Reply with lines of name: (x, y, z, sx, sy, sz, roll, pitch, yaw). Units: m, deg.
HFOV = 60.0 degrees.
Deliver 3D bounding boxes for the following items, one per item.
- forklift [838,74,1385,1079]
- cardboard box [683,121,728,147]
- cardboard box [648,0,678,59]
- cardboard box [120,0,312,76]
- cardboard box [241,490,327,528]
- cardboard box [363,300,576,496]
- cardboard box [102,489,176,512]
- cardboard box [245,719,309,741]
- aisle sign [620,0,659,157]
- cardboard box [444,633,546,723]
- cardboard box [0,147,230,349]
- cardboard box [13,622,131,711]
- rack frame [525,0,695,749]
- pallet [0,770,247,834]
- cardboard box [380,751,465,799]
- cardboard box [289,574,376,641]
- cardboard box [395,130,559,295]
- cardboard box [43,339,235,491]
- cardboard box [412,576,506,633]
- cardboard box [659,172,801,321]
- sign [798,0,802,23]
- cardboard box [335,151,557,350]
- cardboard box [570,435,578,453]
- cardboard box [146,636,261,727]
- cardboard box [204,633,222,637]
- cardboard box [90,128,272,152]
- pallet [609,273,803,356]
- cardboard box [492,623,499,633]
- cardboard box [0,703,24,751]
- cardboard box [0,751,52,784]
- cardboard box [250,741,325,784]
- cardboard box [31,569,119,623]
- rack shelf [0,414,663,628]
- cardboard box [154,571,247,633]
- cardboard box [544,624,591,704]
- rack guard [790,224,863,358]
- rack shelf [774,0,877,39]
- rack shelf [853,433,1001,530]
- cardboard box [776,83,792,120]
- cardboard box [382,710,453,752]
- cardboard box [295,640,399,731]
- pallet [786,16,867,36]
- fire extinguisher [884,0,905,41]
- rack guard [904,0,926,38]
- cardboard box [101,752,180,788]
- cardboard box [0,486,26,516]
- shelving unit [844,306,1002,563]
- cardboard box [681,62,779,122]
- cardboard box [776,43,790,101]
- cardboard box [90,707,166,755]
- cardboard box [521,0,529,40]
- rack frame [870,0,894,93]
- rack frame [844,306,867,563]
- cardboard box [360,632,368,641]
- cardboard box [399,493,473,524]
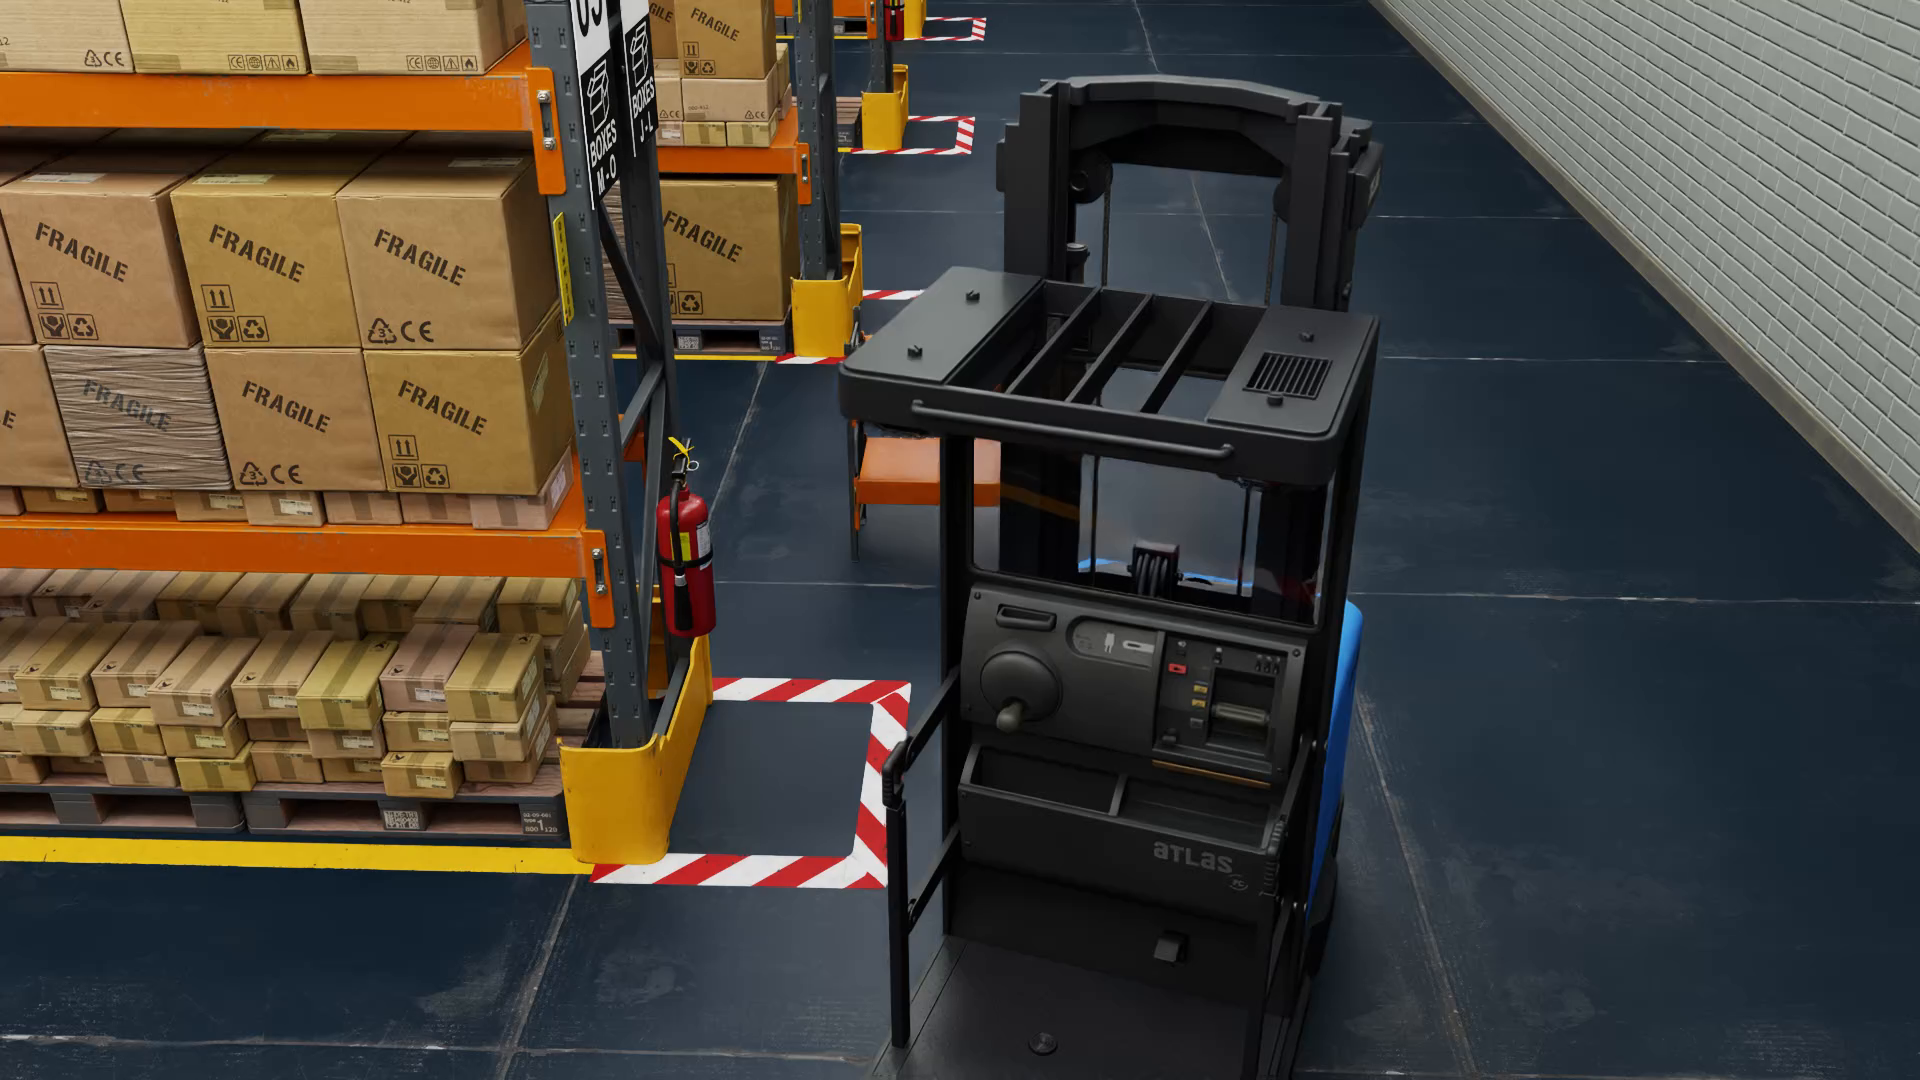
forklift: (0.385, 0.422, 4.324, 1.130, 2.935, 3.031, 10, 29, 17)
cardboard box: (-1.504, -2.486, 10.006, 0.250, 0.149, 0.380, 1, 28, 2)
cardboard box: (-1.847, -3.281, 10.279, 0.500, 0.500, 0.500, 0, 28, 1)
cardboard box: (-2.127, -1.570, 4.966, 0.500, 0.250, 0.500, 1, 28, 2)
cardboard box: (-2.243, -0.196, 5.686, 0.250, 0.149, 0.380, 2, 28, 3)
cardboard box: (-1.611, -0.485, 5.537, 0.500, 0.500, 0.500, 2, 28, 3)
cardboard box: (-2.773, -0.247, 5.781, 0.250, 0.149, 0.380, 0, 28, 0)
cardboard box: (-2.475, 0.585, 6.221, 0.250, 0.149, 0.380, 1, 28, 1)
aisle sign: (-1.069, -1.710, 5.497, 0.004, 0.787, 0.394, 1, 28, 2)
cardboard box: (-1.691, 0.499, 6.066, 0.250, 0.149, 0.380, 1, 28, 2)
cardboard box: (-2.645, -0.943, 5.335, 0.500, 0.500, 0.500, 2, 28, 4)
cardboard box: (-3.253, 0.464, 6.133, 0.250, 0.149, 0.380, 1, 28, 2)
rack frame: (-1.153, -0.422, 5.843, 0.127, 3.000, 1.000, 1, 28, 2)
pallet: (-3.256, 0.757, 6.596, 1.213, 0.211, 1.003, 1, 28, 2)
cardboard box: (-1.947, 0.784, 6.164, 0.250, 0.149, 0.380, 2, 28, 3)
cardboard box: (-2.442, 0.244, 6.548, 0.250, 0.149, 0.380, 0, 28, -1)
cardboard box: (-1.592, -1.171, 5.764, 0.500, 0.500, 0.500, 1, 28, 1)
cardboard box: (-2.633, -0.499, 5.565, 0.500, 0.500, 0.500, 1, 28, 2)
cardboard box: (-1.944, 0.273, 6.492, 0.250, 0.149, 0.380, 1, 28, 3)
cardboard box: (-1.519, -1.962, 10.568, 0.875, 0.875, 0.875, 1, 28, 2)
sign: (-0.910, -3.104, 9.414, 0.005, 0.325, 0.100, 1, 28, 2)
cardboard box: (-1.619, -0.930, 5.311, 0.500, 0.500, 0.500, 0, 28, 1)
cardboard box: (-1.465, -0.470, 6.202, 0.250, 0.149, 0.380, 1, 28, 1)
cardboard box: (-2.730, 0.511, 6.044, 0.250, 0.149, 0.380, 2, 28, 4)
cardboard box: (-2.980, 0.398, 6.574, 0.250, 0.149, 0.380, 2, 28, 4)
cardboard box: (-2.616, -1.195, 5.810, 0.500, 0.500, 0.500, 0, 28, 1)
pallet: (-1.679, -1.486, 10.829, 1.213, 0.211, 1.003, 1, 28, 2)
cardboard box: (-1.939, 0.361, 6.644, 0.250, 0.149, 0.380, 1, 28, 2)
cardboard box: (-3.505, 0.615, 6.165, 0.250, 0.149, 0.380, 1, 28, 1)
cardboard box: (-3.500, 0.745, 6.238, 0.250, 0.149, 0.380, 0, 28, 0)
cardboard box: (-2.455, 0.742, 6.244, 0.250, 0.149, 0.380, 1, 28, 2)
cardboard box: (-3.480, 0.194, 6.641, 0.250, 0.149, 0.380, 0, 28, 0)
rack shelf: (-3.152, -0.137, 6.074, 4.000, 0.370, 1.077, 1, 28, 2)
cardboard box: (-2.981, 0.209, 6.613, 0.250, 0.149, 0.380, 1, 28, 3)
cardboard box: (-1.665, 0.494, 6.712, 0.250, 0.149, 0.380, 2, 28, 3)
rack guard: (-0.853, -1.637, 10.804, 0.348, 0.500, 1.175, 1, 28, 2)
rack shelf: (-2.701, -4.775, 14.824, 4.000, 0.370, 1.077, 1, 28, 2)
rack shelf: (0.007, -0.281, 8.101, 1.000, 0.278, 0.538, 1, 28, 2)
cardboard box: (-1.220, -2.791, 10.581, 0.250, 0.149, 0.380, 1, 28, 2)
cardboard box: (-1.950, 0.616, 6.163, 0.250, 0.149, 0.380, 0, 28, 1)
cardboard box: (-2.203, 0.523, 6.021, 0.250, 0.149, 0.380, 0, 28, 1)
pallet: (-1.396, -6.161, 19.646, 1.213, 0.211, 1.003, 1, 28, 2)
fire extinguisher: (-0.567, -4.646, 14.293, 0.183, 0.674, 0.296, 1, 28, 2)
rack guard: (-0.599, -6.276, 19.555, 0.348, 0.500, 1.175, 1, 28, 2)
cardboard box: (-2.985, 0.753, 6.223, 0.250, 0.149, 0.380, 1, 28, 3)
cardboard box: (-3.292, -0.237, 5.764, 0.250, 0.149, 0.380, 2, 28, 4)
shelving unit: (0.007, -0.497, 7.986, 1.048, 1.125, 0.538, 1, 28, 2)
cardboard box: (-1.371, -2.691, 9.966, 0.500, 0.250, 0.500, 1, 28, 1)
cardboard box: (-1.347, -2.941, 10.439, 0.500, 0.250, 0.500, 0, 28, 0)
cardboard box: (-2.983, 0.622, 6.151, 0.250, 0.149, 0.380, 2, 28, 4)
cardboard box: (-1.593, -1.808, 5.416, 0.500, 0.250, 0.500, 2, 28, 4)
rack frame: (-0.702, -5.060, 14.593, 0.127, 3.000, 1.000, 1, 28, 2)
rack frame: (-0.501, -0.505, 8.002, 0.032, 1.125, 0.500, 1, 28, 2)
cardboard box: (-2.439, 0.343, 6.678, 0.250, 0.149, 0.380, 2, 28, 3)
cardboard box: (-1.736, -0.206, 5.704, 0.250, 0.149, 0.380, 1, 28, 2)
